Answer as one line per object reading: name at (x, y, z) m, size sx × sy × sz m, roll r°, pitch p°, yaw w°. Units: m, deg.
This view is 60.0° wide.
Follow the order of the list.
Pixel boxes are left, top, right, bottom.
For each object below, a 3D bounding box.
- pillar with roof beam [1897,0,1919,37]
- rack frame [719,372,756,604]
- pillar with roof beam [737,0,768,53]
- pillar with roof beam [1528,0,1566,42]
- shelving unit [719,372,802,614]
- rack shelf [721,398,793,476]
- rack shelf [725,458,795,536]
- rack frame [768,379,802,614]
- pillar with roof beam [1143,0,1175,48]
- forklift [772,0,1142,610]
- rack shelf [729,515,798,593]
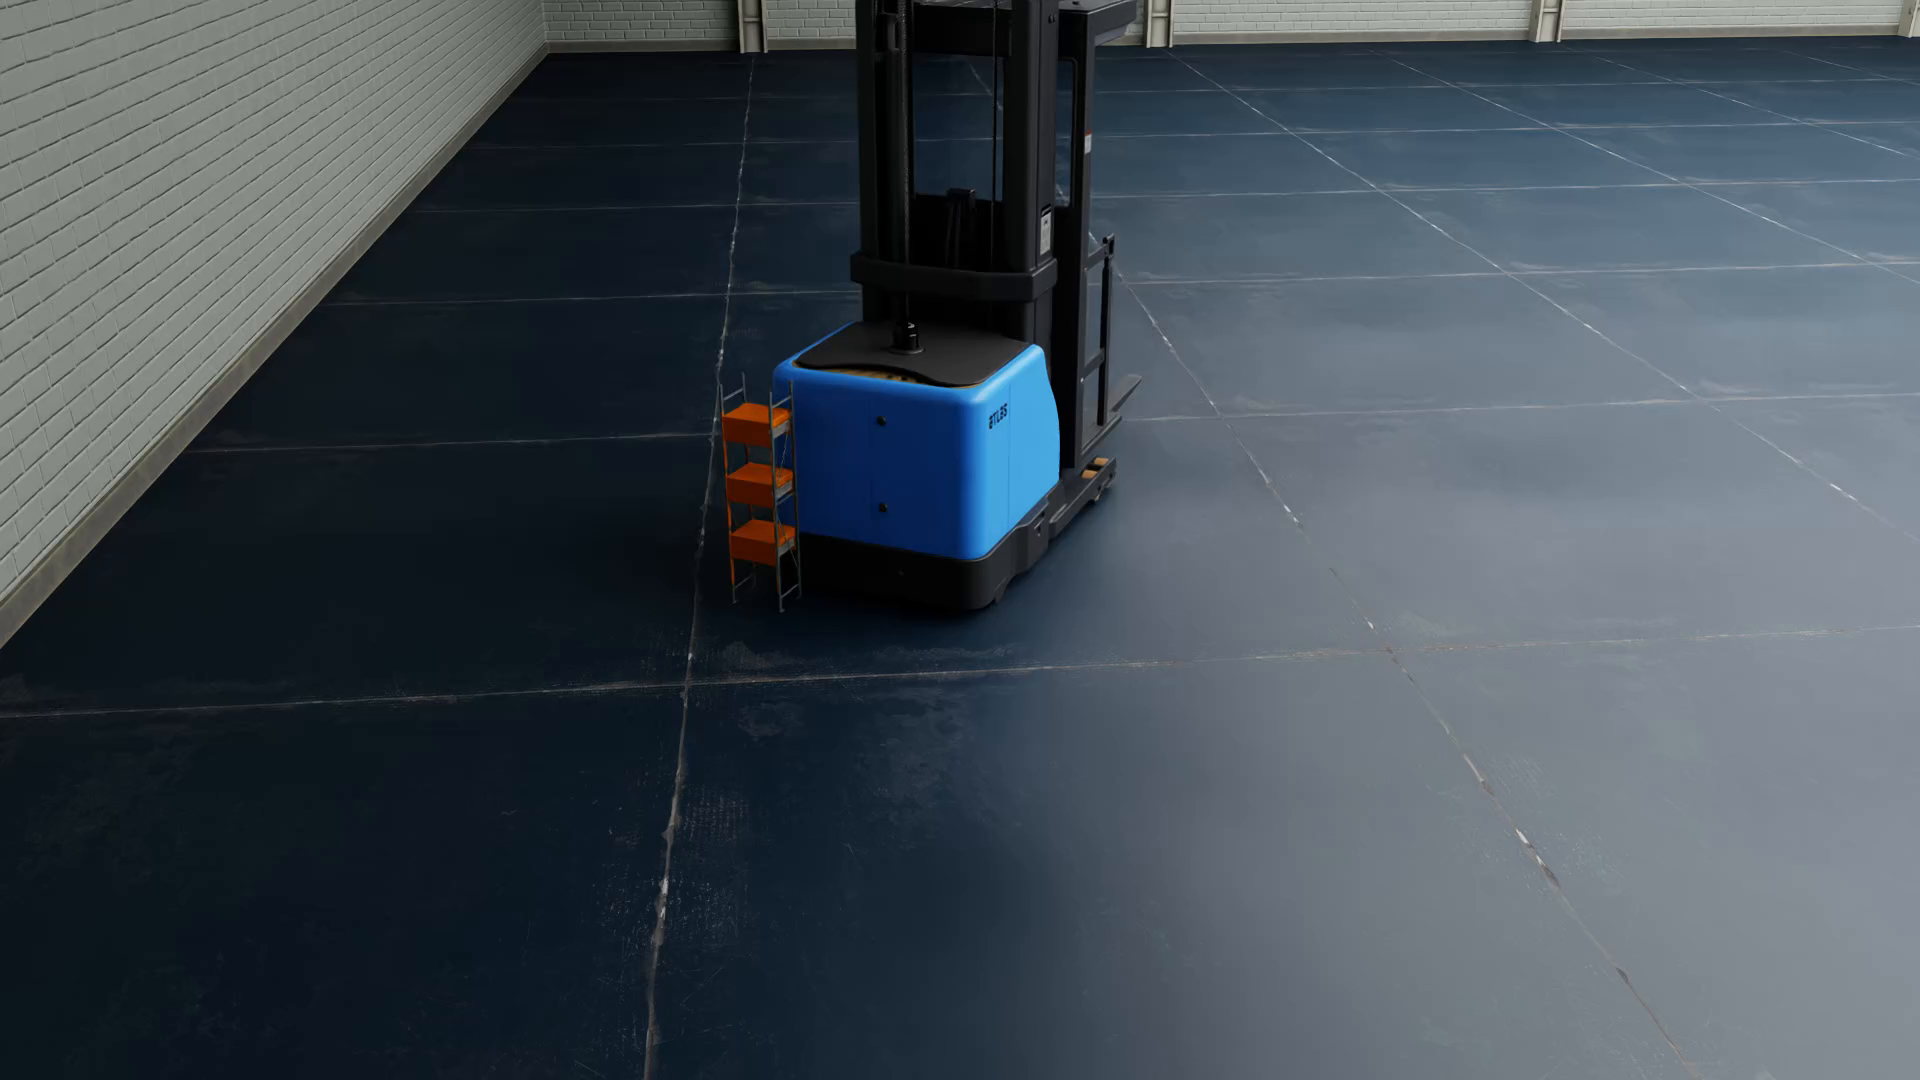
pillar with roof beam at (15.319, -10.245, 20.220) m, size 0.400 × 9.000 × 9.100 m, roll -2°, pitch 24°, yaw -5°
rack frame at (-0.995, -0.223, 7.460) m, size 0.008 × 1.050 × 0.200 m, roll 10°, pitch 26°, yaw 22°
pillar with roof beam at (-2.594, -9.526, 18.604) m, size 0.400 × 9.000 × 9.100 m, roll -2°, pitch 24°, yaw -5°
pillar with roof beam at (9.348, -10.006, 19.682) m, size 0.400 × 9.000 × 9.100 m, roll -2°, pitch 24°, yaw -5°
shelving unit at (-0.884, -0.203, 7.414) m, size 0.252 × 1.050 × 0.215 m, roll 10°, pitch 26°, yaw 22°
rack shelf at (-0.884, -0.453, 7.303) m, size 0.240 × 0.259 × 0.215 m, roll 10°, pitch 26°, yaw 22°
rack shelf at (-0.884, -0.193, 7.418) m, size 0.240 × 0.259 × 0.215 m, roll 10°, pitch 26°, yaw 22°
rack frame at (-0.773, -0.183, 7.368) m, size 0.008 × 1.050 × 0.200 m, roll 10°, pitch 26°, yaw 22°
pillar with roof beam at (3.377, -9.766, 19.143) m, size 0.400 × 9.000 × 9.100 m, roll -2°, pitch 24°, yaw -5°
forklift at (0.188, -1.598, 8.237) m, size 1.130 × 2.935 × 3.031 m, roll 10°, pitch 26°, yaw 21°
rack shelf at (-0.884, 0.061, 7.531) m, size 0.240 × 0.259 × 0.215 m, roll 10°, pitch 26°, yaw 22°
